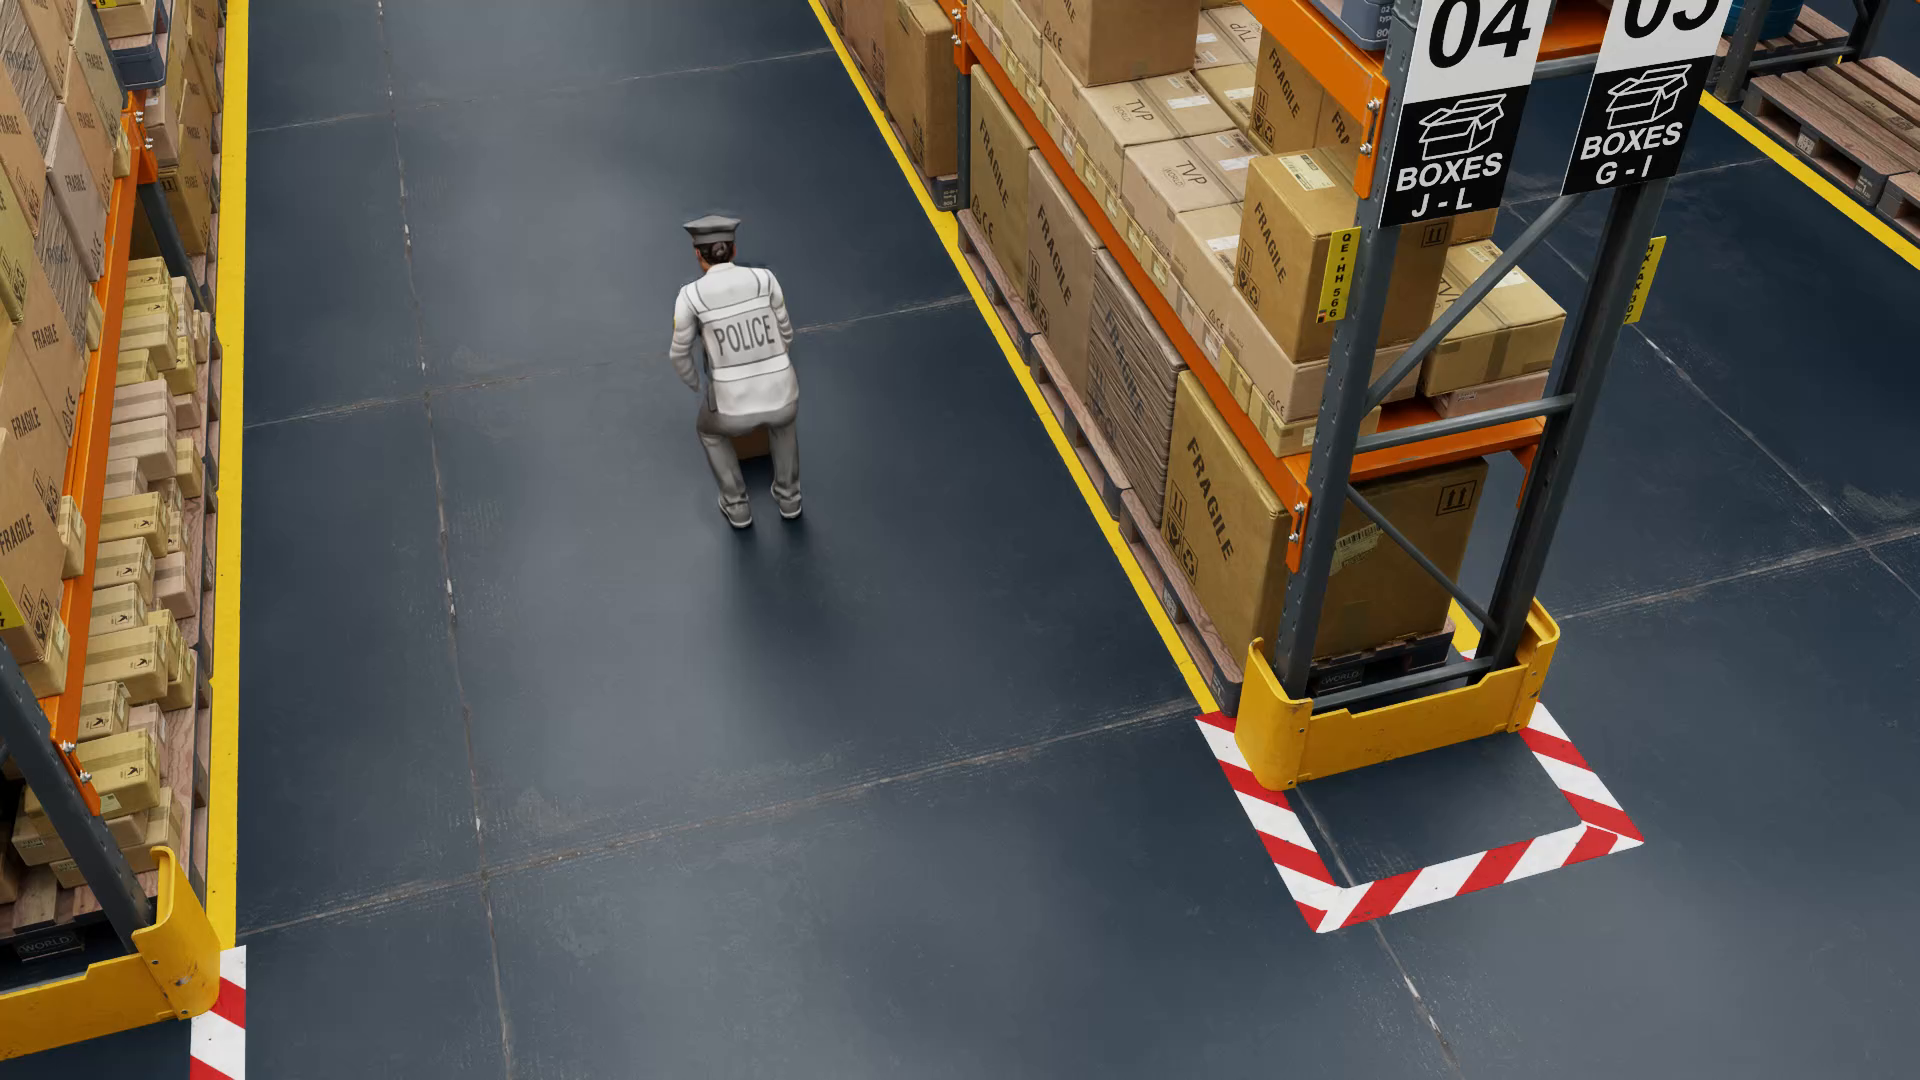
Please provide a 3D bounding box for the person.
[{"bbox_3d":[-0.955,-0.692,7.136,0.535,1.375,0.709,-12,44,-13],"label":"person"}]
